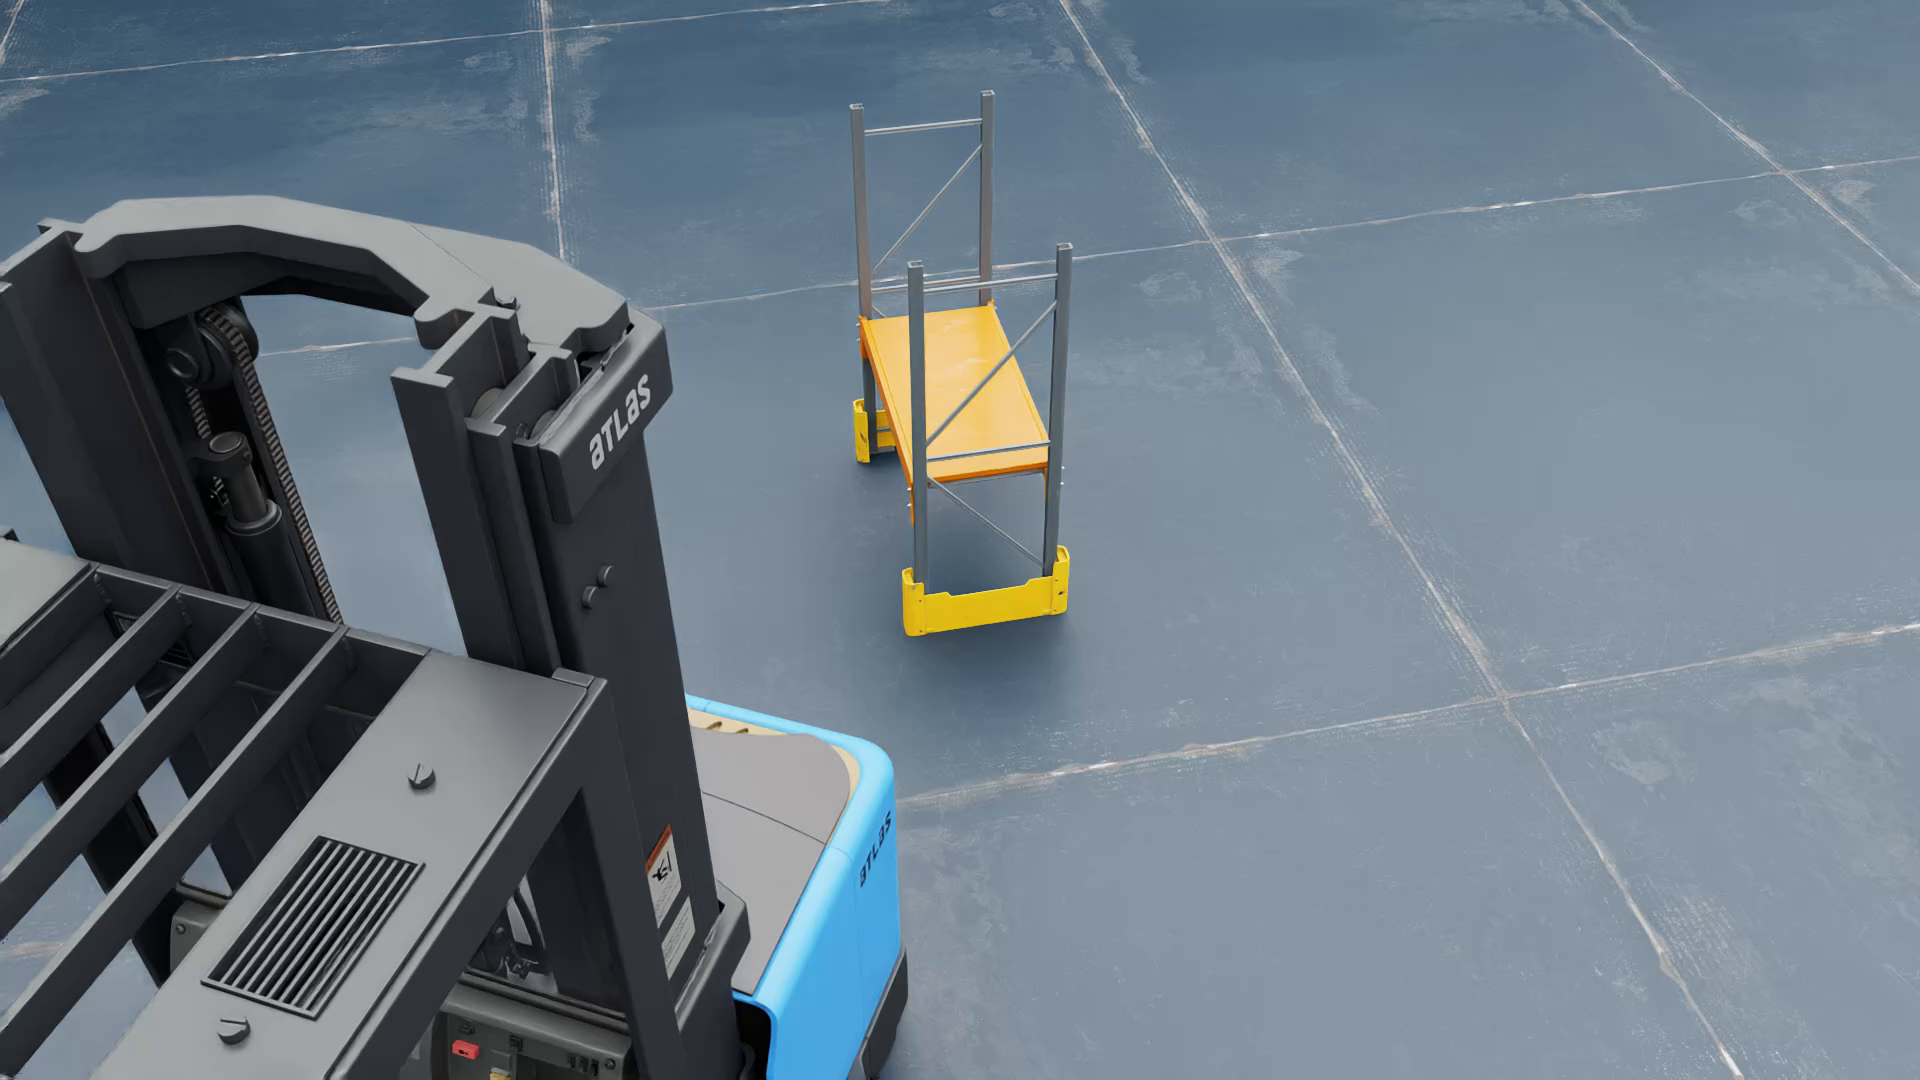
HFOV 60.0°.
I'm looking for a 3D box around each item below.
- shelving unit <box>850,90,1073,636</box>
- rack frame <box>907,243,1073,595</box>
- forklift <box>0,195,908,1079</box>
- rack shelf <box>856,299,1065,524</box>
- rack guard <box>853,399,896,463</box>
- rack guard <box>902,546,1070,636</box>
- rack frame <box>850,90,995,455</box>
[{"bbox_3d":[-0.016,-0.610,5.808,0.587,1.500,1.083,-8,42,-9],"label":"shelving unit"},{"bbox_3d":[0.091,-0.287,5.443,0.500,1.500,0.032,-8,42,-9],"label":"rack frame"},{"bbox_3d":[-1.094,1.039,2.872,1.130,2.935,3.031,12,43,14],"label":"forklift"},{"bbox_3d":[-0.018,-0.482,5.934,0.538,0.185,1.000,-8,42,-9],"label":"rack shelf"},{"bbox_3d":[-0.124,-0.466,6.586,0.587,0.250,0.087,-8,42,-9],"label":"rack guard"},{"bbox_3d":[0.091,0.180,5.859,0.587,0.250,0.087,-8,42,-9],"label":"rack guard"},{"bbox_3d":[-0.128,-0.946,6.186,0.500,1.500,0.032,-8,42,-9],"label":"rack frame"}]
